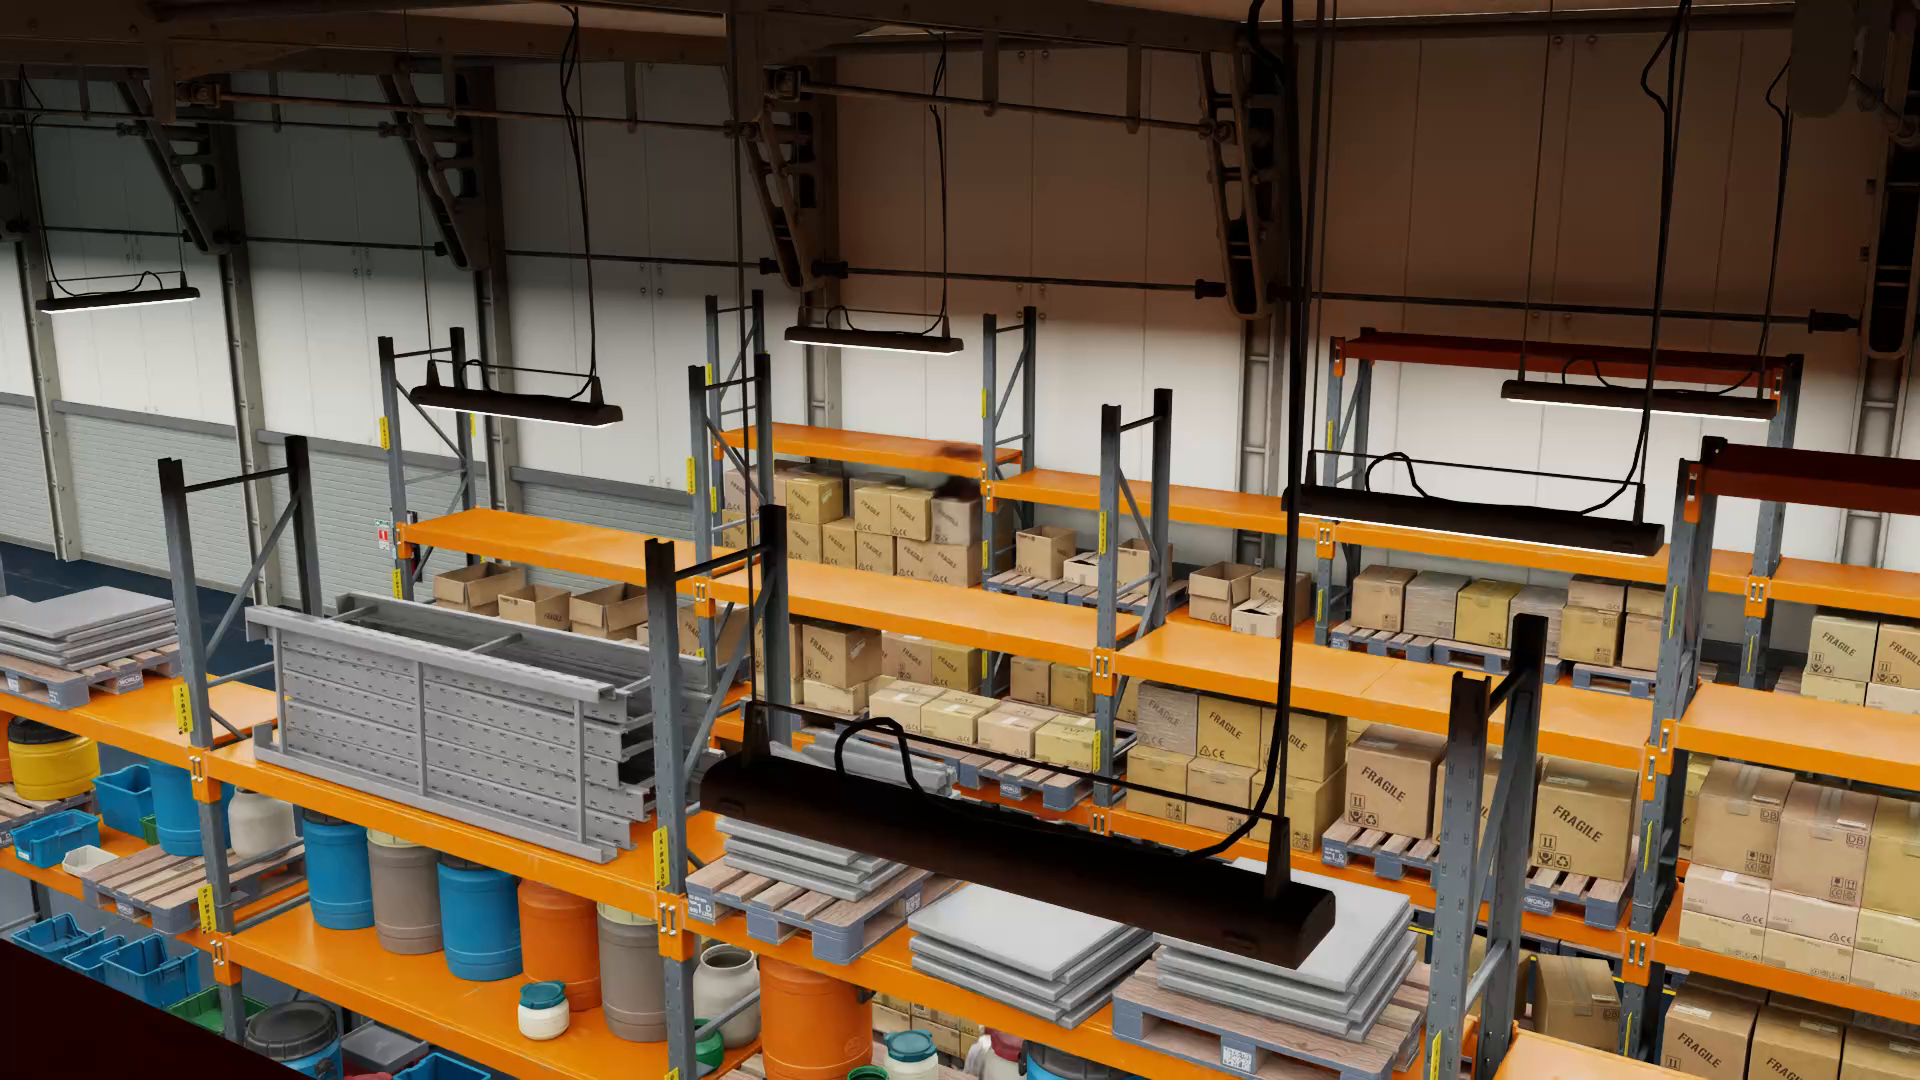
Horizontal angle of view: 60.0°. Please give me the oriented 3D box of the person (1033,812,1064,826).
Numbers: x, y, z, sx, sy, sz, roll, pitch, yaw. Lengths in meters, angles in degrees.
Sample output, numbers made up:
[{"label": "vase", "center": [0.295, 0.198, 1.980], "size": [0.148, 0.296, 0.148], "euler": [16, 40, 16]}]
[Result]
[{"label": "person", "center": [0.869, 2.939, 17.627], "size": [0.938, 1.731, 0.636], "euler": [6, 15, 23]}]

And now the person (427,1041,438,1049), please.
[{"label": "person", "center": [-4.968, 3.684, 14.799], "size": [0.454, 1.718, 0.586], "euler": [-12, 18, -40]}]

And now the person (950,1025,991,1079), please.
[{"label": "person", "center": [0.272, 4.232, 12.558], "size": [0.982, 1.757, 0.525], "euler": [9, 16, 32]}]
